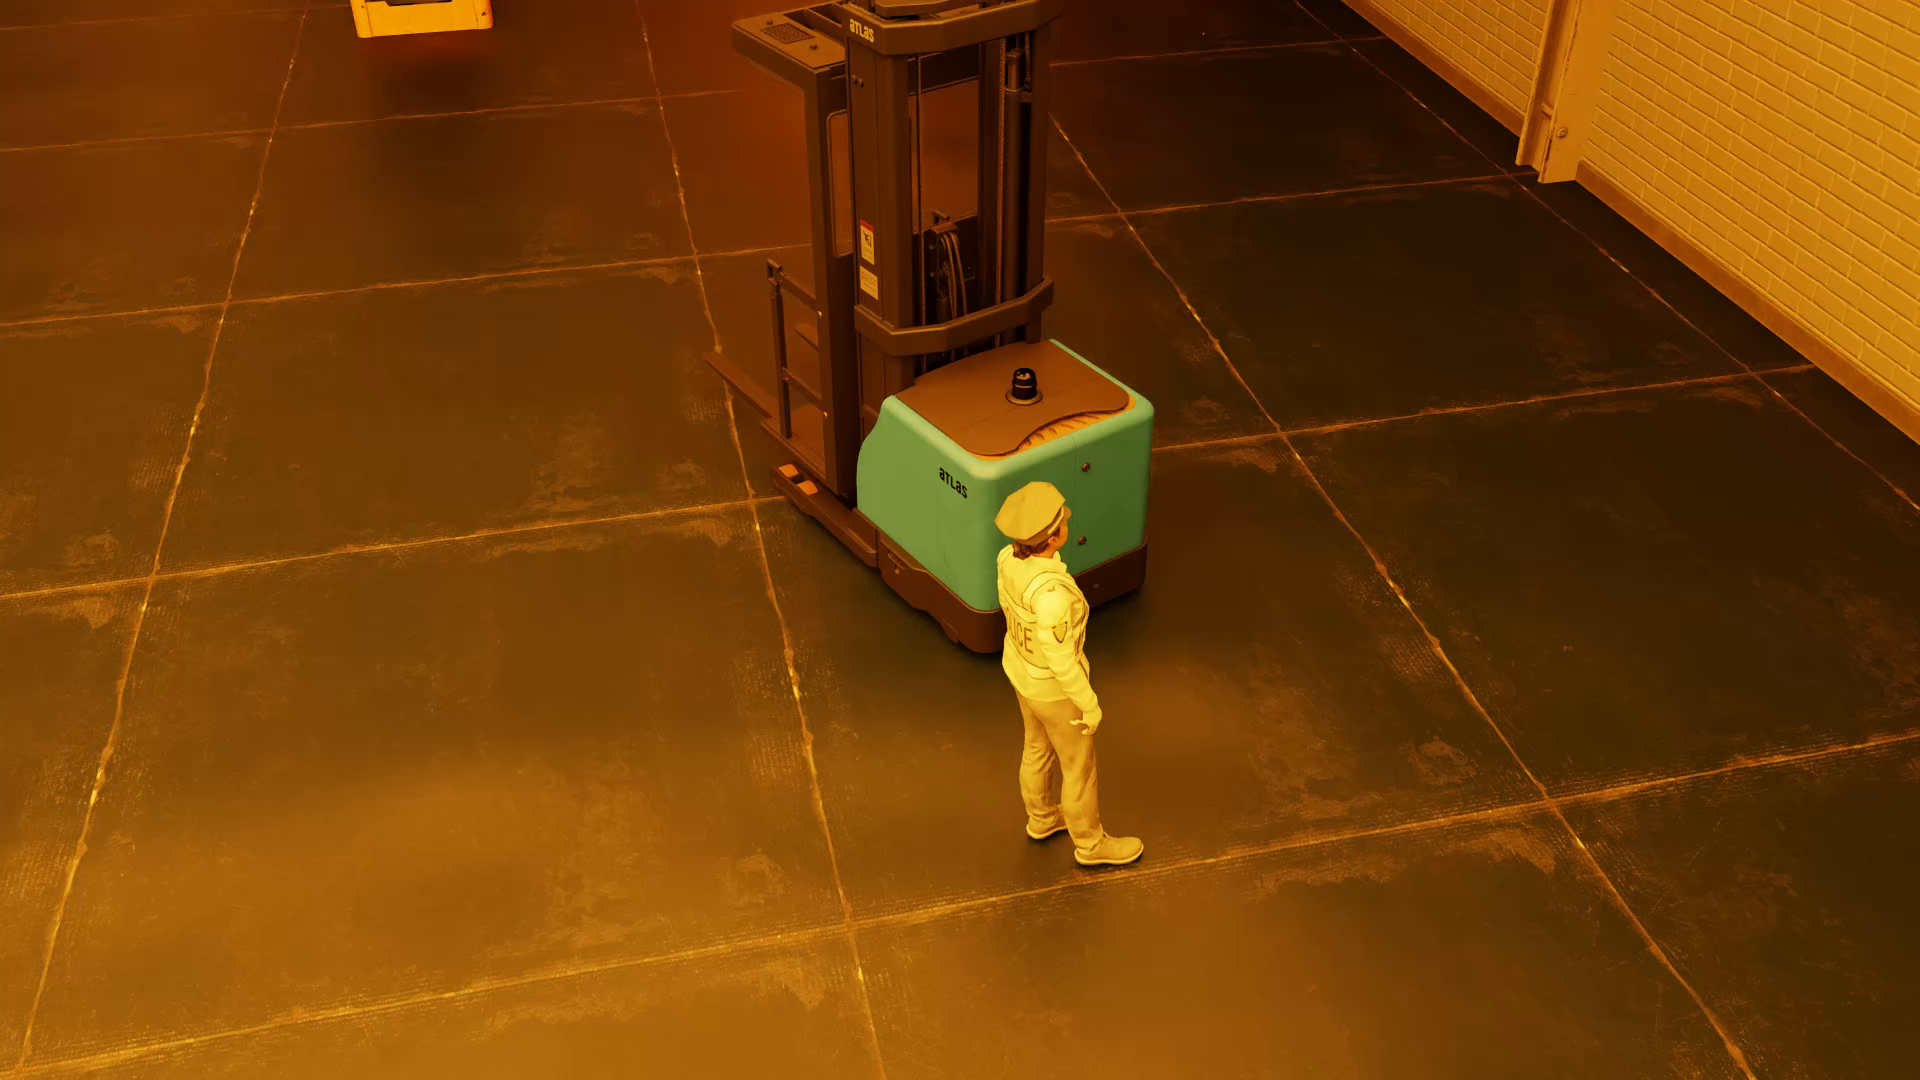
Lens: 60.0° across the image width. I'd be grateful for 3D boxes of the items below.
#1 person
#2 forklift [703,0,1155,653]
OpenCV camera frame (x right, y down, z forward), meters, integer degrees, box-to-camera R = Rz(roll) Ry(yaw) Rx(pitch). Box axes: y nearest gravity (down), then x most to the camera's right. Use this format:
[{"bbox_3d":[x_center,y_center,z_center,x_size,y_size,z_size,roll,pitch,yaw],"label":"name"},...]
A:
[{"bbox_3d":[0.403,0.509,6.390,0.532,1.696,0.589,-14,38,-19],"label":"person"},{"bbox_3d":[-0.350,-1.480,8.107,1.130,2.935,3.031,-22,41,-28],"label":"forklift"}]
